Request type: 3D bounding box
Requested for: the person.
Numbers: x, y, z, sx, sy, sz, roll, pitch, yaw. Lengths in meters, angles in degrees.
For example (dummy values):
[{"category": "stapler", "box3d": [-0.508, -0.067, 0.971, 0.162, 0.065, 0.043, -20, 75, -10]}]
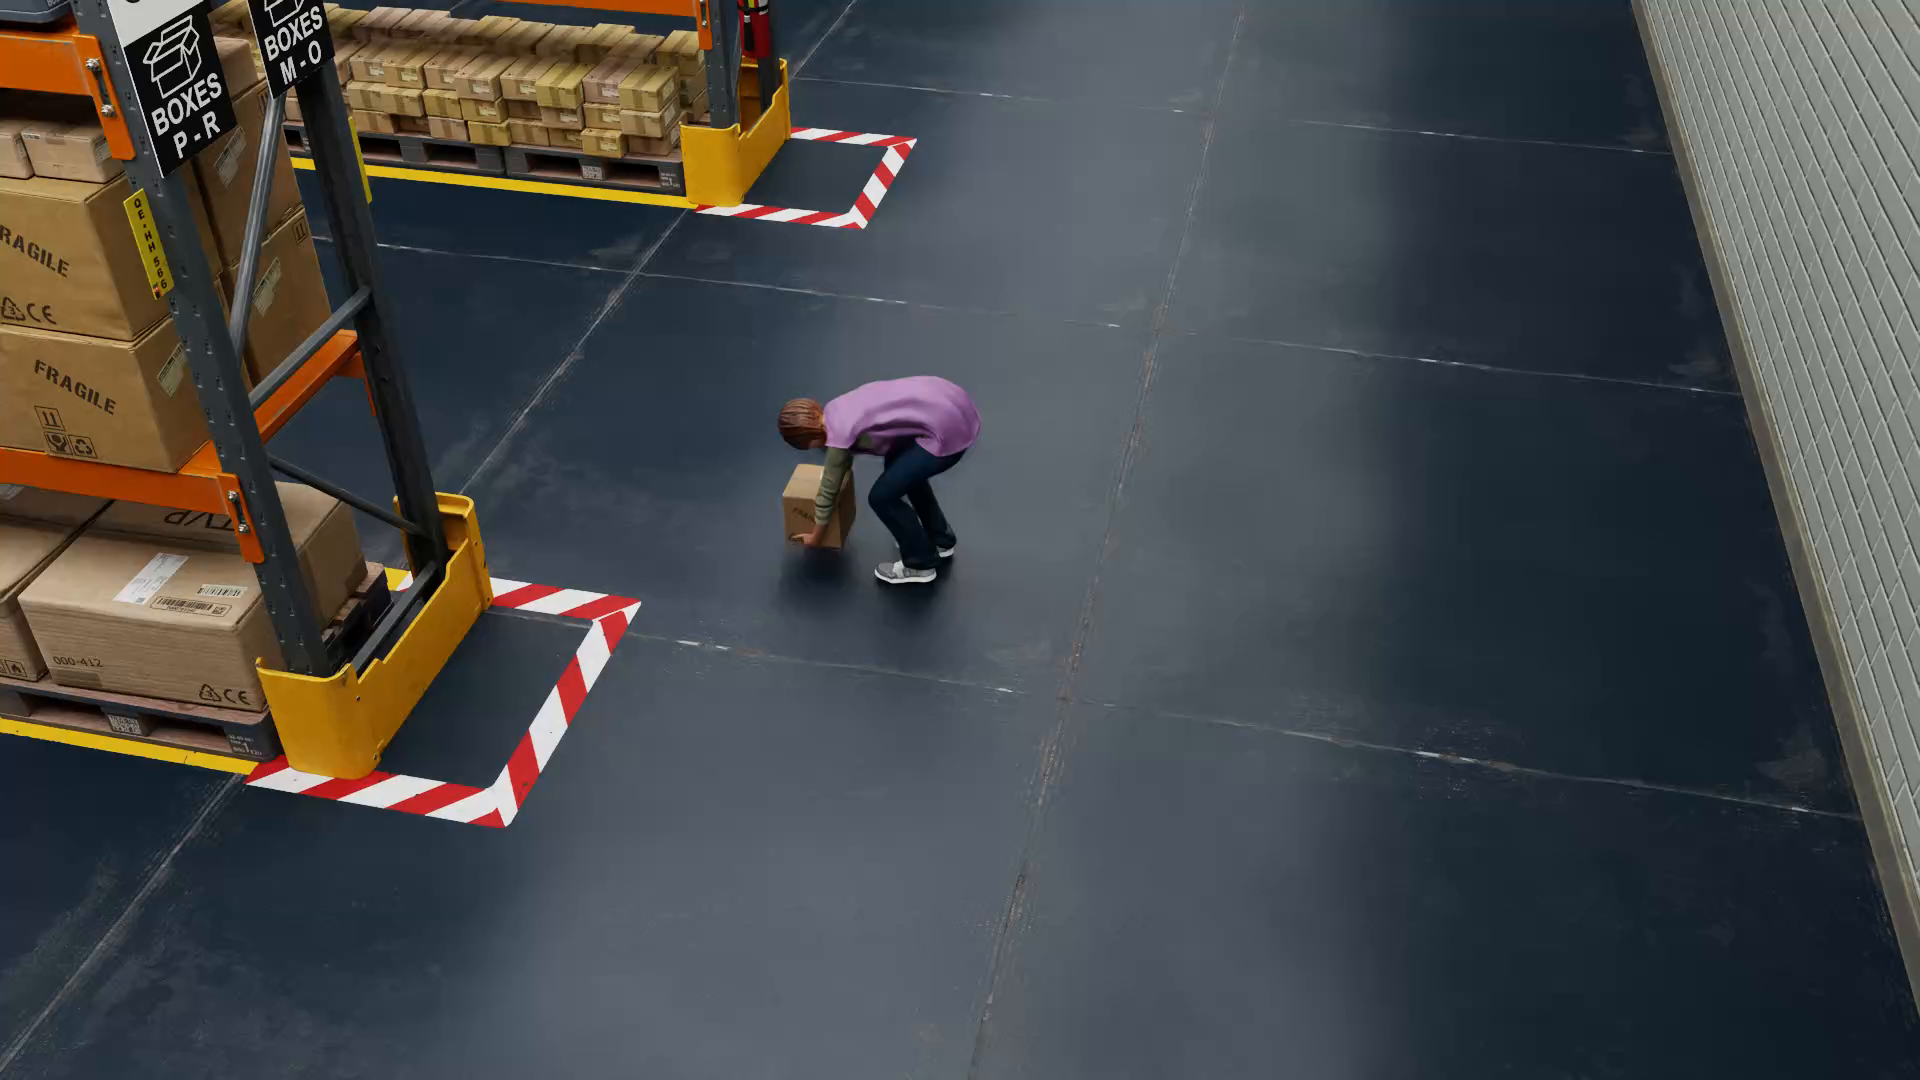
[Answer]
[{"category": "person", "box3d": [-0.343, -0.278, 7.074, 0.863, 0.936, 0.408, 6, 37, 8]}]
